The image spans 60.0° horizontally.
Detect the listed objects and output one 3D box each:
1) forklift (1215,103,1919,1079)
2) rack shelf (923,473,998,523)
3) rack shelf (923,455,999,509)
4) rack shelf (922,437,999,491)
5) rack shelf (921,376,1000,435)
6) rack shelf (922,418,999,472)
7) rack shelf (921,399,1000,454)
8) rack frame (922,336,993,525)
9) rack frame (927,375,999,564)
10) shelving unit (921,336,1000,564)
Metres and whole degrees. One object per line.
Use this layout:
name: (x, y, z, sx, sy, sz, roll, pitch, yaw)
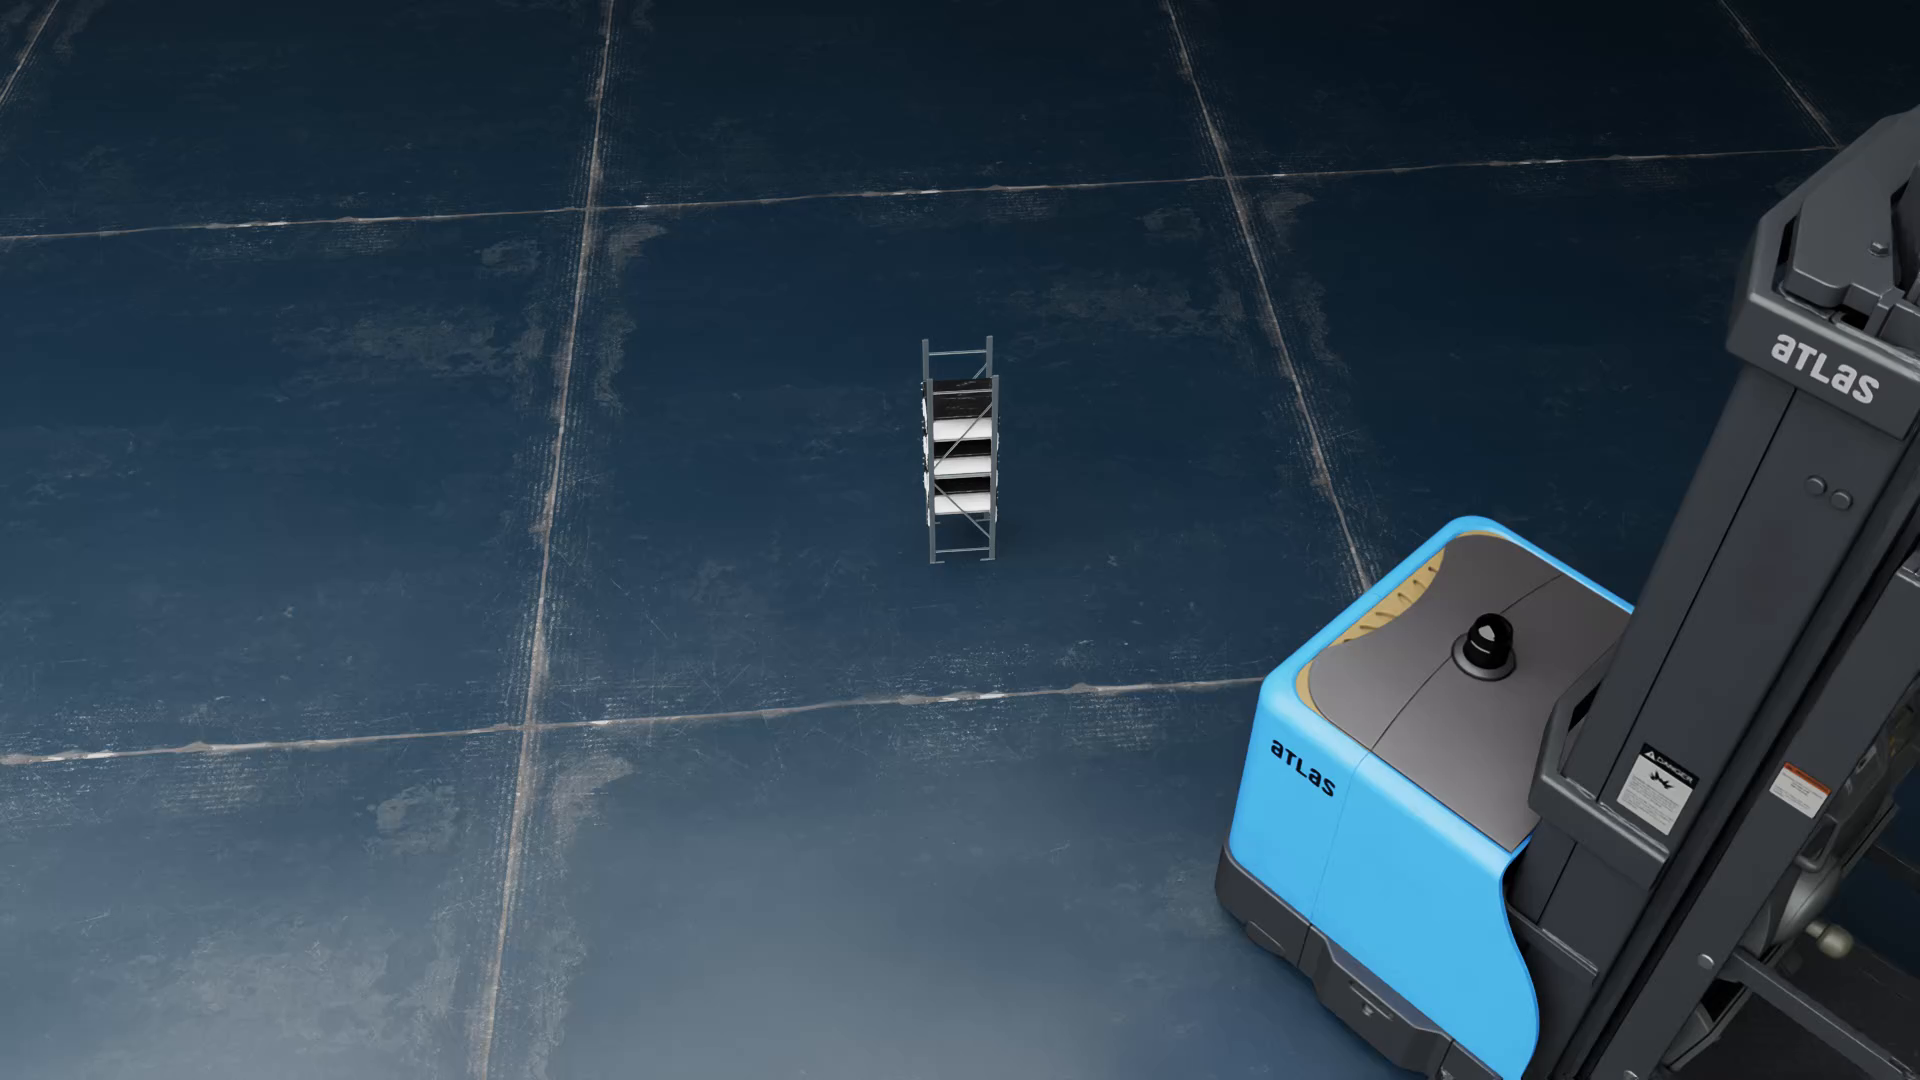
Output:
forklift: (2.164, 0.651, 3.614, 1.130, 2.935, 3.031, -35, 55, -28)
rack shelf: (0.001, -0.157, 6.073, 0.258, 0.077, 0.200, -3, 47, -3)
rack shelf: (0.001, -0.219, 6.007, 0.258, 0.077, 0.200, -3, 47, -3)
rack shelf: (0.001, -0.281, 5.942, 0.258, 0.077, 0.200, -3, 47, -3)
rack shelf: (0.001, -0.466, 5.746, 0.258, 0.077, 0.200, -3, 47, -3)
rack shelf: (0.001, -0.343, 5.877, 0.258, 0.077, 0.200, -3, 47, -3)
rack shelf: (0.001, -0.404, 5.811, 0.258, 0.077, 0.200, -3, 47, -3)
rack frame: (-0.008, -0.377, 5.987, 0.240, 0.900, 0.006, -3, 47, -3)
rack frame: (0.009, -0.230, 5.848, 0.240, 0.900, 0.006, -3, 47, -3)
shelving unit: (0.001, -0.304, 5.918, 0.258, 0.900, 0.210, -3, 47, -3)
